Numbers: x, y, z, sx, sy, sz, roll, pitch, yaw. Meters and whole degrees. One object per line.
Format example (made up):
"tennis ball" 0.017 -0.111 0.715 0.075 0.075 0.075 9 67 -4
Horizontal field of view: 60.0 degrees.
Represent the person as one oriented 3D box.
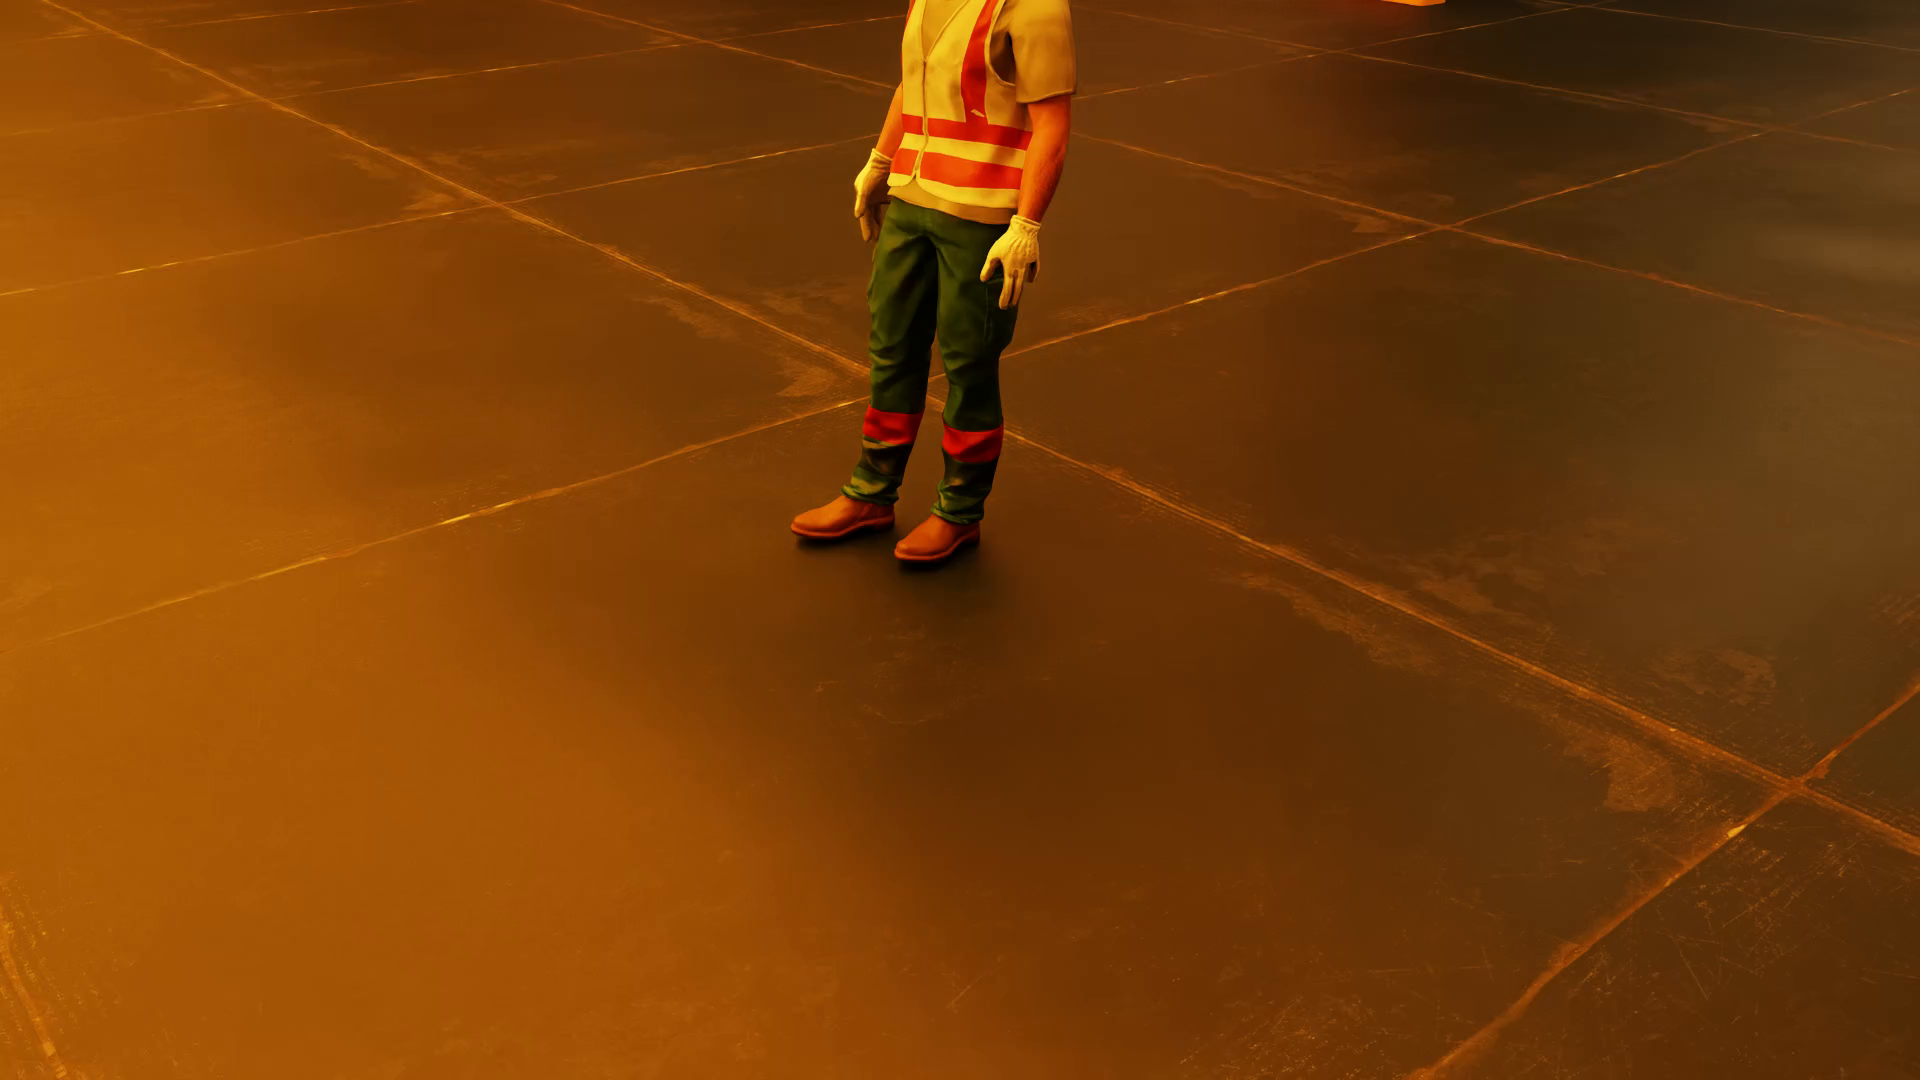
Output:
"person" -0.069 -0.790 4.063 0.564 1.787 0.637 -20 33 -35
